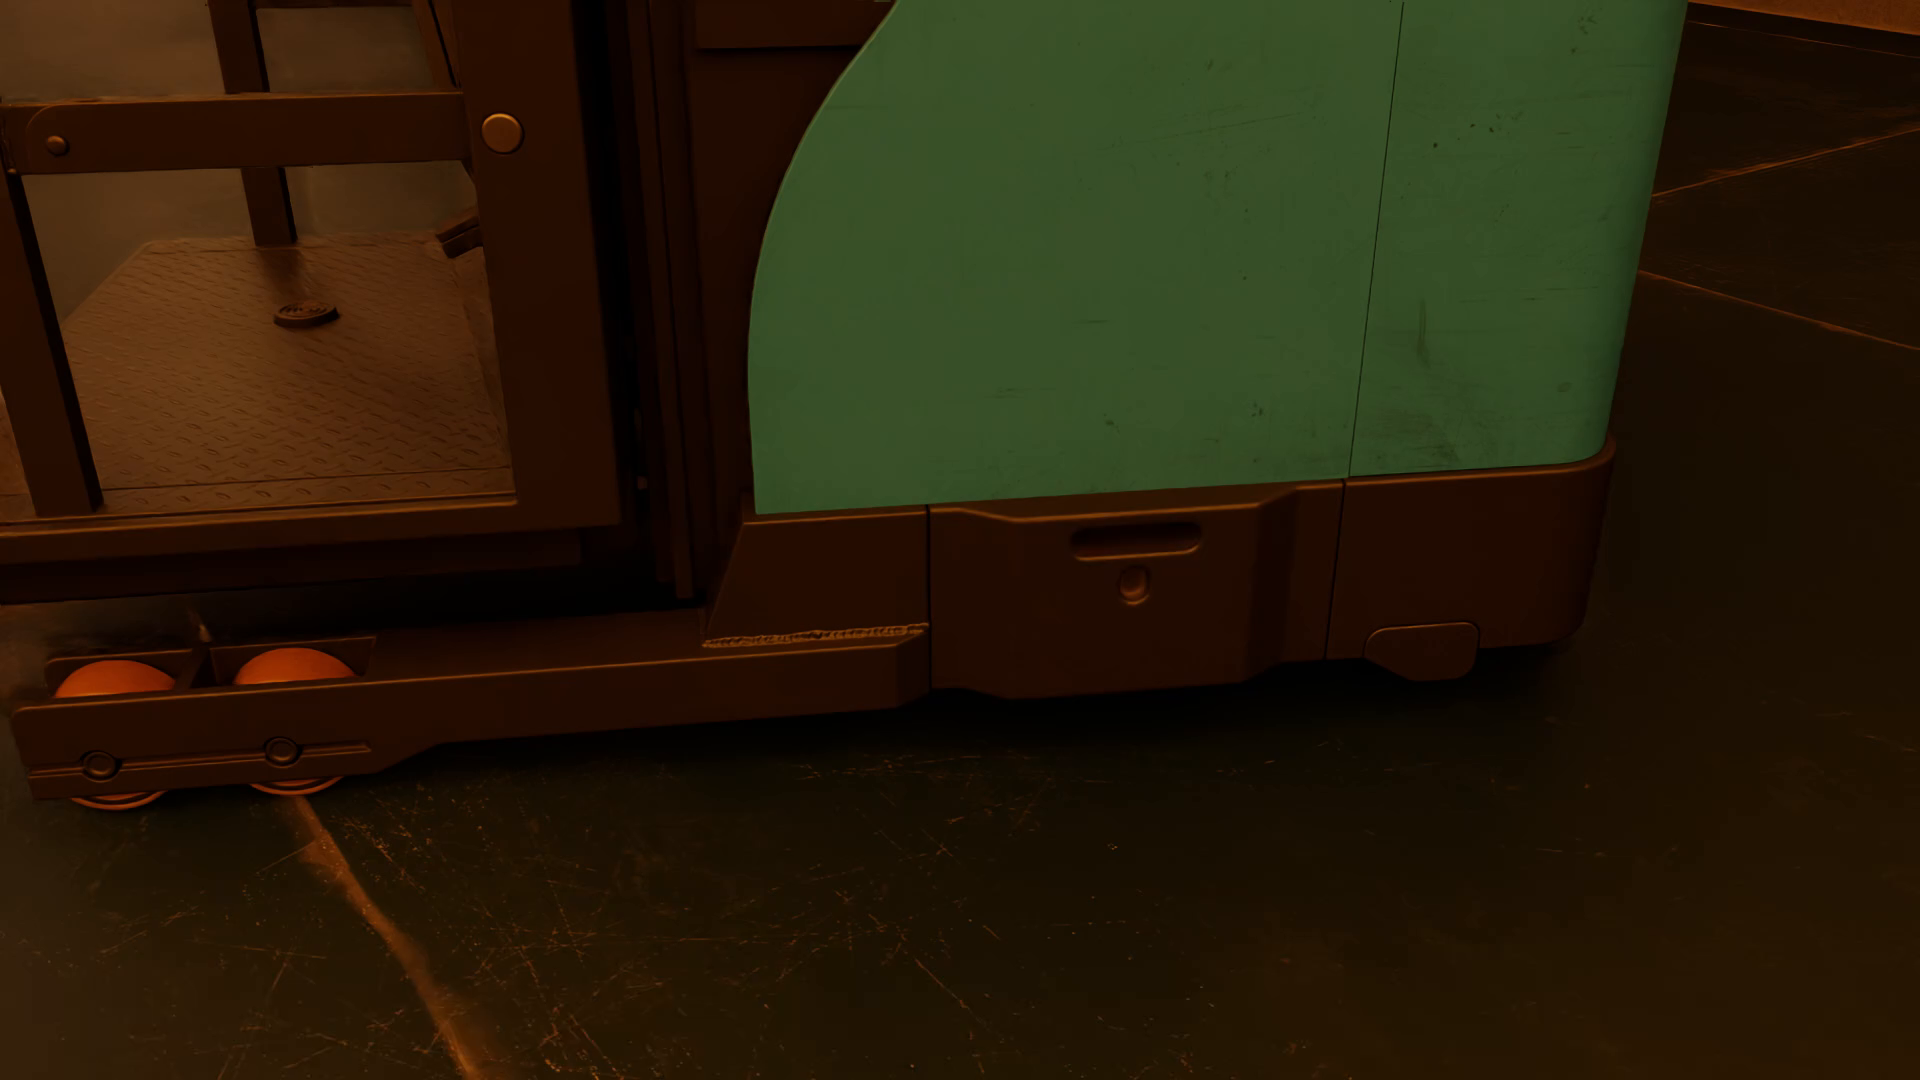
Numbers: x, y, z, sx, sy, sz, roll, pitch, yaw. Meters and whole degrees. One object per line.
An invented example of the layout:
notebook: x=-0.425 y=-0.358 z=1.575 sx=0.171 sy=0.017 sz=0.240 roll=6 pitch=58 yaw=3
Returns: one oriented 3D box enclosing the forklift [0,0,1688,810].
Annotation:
forklift: x=-0.751 y=-1.257 z=1.737 sx=3.031 sy=2.935 sz=1.130 roll=-4 pitch=27 yaw=-7
